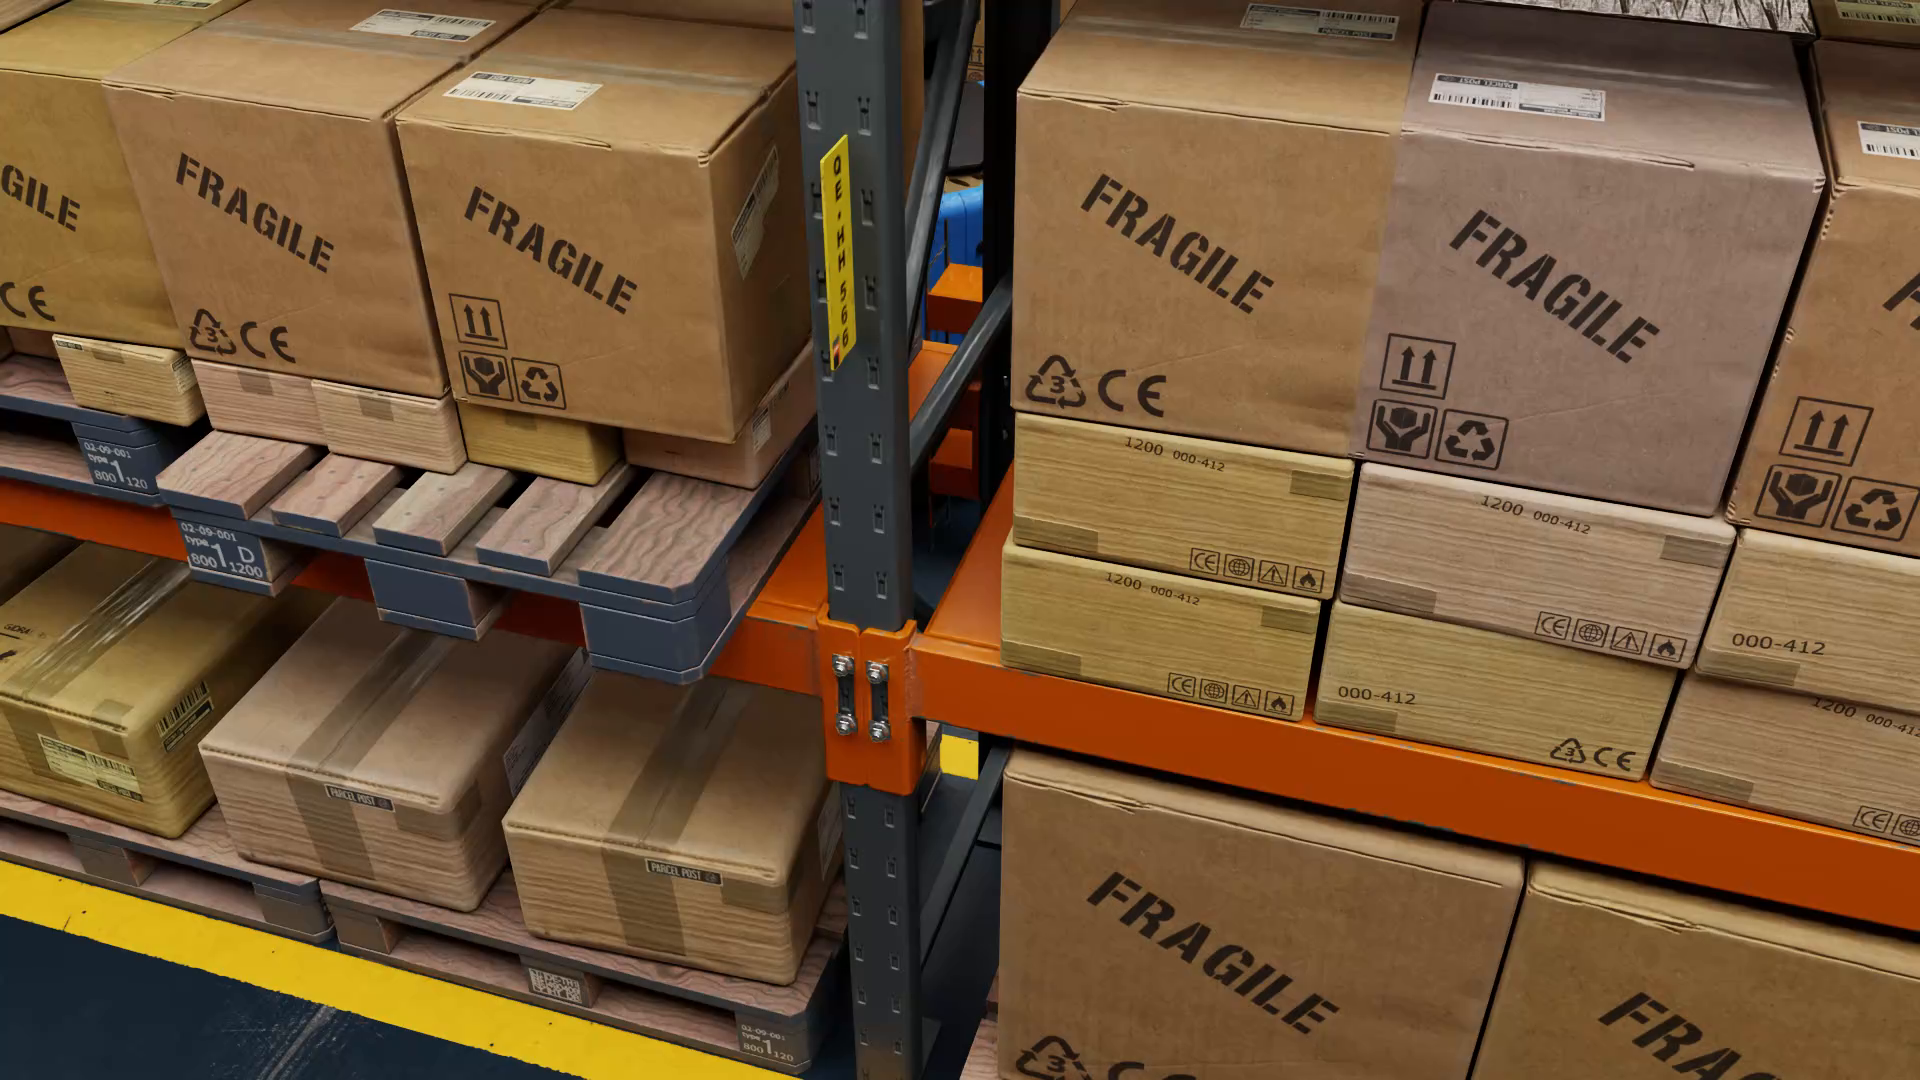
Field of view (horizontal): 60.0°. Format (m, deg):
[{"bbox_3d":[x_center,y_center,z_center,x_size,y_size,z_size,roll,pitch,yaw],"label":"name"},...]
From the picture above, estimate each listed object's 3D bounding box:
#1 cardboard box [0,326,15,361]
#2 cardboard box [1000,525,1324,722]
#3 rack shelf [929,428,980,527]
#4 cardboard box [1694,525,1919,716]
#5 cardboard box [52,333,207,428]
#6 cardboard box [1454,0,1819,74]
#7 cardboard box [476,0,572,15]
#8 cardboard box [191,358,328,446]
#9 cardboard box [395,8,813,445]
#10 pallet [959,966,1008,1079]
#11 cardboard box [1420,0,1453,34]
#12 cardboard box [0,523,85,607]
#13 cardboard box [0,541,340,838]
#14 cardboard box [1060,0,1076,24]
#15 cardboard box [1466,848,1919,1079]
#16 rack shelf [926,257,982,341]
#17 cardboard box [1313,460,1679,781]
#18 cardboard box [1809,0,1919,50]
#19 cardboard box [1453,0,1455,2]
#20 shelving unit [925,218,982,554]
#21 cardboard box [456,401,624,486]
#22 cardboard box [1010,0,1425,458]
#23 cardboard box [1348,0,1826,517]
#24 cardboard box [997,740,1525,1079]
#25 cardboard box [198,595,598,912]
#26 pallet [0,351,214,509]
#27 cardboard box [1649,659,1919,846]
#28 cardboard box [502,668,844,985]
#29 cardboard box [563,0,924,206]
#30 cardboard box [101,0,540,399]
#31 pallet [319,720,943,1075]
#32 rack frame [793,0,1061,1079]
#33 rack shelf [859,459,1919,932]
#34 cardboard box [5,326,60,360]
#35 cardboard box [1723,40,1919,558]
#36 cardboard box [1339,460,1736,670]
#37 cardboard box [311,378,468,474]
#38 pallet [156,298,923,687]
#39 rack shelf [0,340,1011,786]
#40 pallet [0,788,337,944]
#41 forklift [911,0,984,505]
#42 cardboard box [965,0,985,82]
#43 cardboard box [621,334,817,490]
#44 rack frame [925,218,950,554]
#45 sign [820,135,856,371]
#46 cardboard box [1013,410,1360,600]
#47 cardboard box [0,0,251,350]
[{"bbox_3d":[-1.903,-0.500,3.256,0.250,0.149,0.380,9,37,12],"label":"cardboard box"},{"bbox_3d":[0.375,0.011,2.831,0.500,0.250,0.500,10,37,13],"label":"cardboard box"},{"bbox_3d":[0.051,-0.181,5.097,0.240,0.259,0.215,10,38,14],"label":"rack shelf"},{"bbox_3d":[1.358,-0.002,2.428,0.500,0.250,0.500,10,38,14],"label":"cardboard box"},{"bbox_3d":[-1.436,-0.386,3.102,0.250,0.149,0.380,11,38,15],"label":"cardboard box"},{"bbox_3d":[1.046,-0.691,2.731,0.500,0.500,0.500,11,38,15],"label":"cardboard box"},{"bbox_3d":[-0.877,-0.906,3.260,0.500,0.500,0.500,12,38,16],"label":"cardboard box"},{"bbox_3d":[-1.169,-0.345,3.046,0.250,0.149,0.380,9,37,12],"label":"cardboard box"},{"bbox_3d":[-0.534,-0.530,2.750,0.500,0.500,0.500,9,37,13],"label":"cardboard box"},{"bbox_3d":[0.713,1.027,3.676,1.213,0.211,1.003,10,38,14],"label":"pallet"},{"bbox_3d":[0.554,-0.777,2.848,0.500,0.500,0.500,10,37,13],"label":"cardboard box"},{"bbox_3d":[-2.647,0.121,4.418,0.625,0.372,0.950,13,38,17],"label":"cardboard box"},{"bbox_3d":[-1.982,0.243,4.252,0.625,0.372,0.950,12,38,15],"label":"cardboard box"},{"bbox_3d":[0.808,-2.518,7.684,0.750,0.750,1.050,10,38,13],"label":"cardboard box"},{"bbox_3d":[1.467,0.738,3.155,0.875,0.875,0.875,11,38,14],"label":"cardboard box"},{"bbox_3d":[0.051,-0.633,4.764,0.240,0.259,0.215,10,38,14],"label":"rack shelf"},{"bbox_3d":[0.870,0.092,2.721,0.500,0.250,0.500,9,37,13],"label":"cardboard box"},{"bbox_3d":[1.519,-0.600,2.607,0.500,0.500,0.500,11,38,14],"label":"cardboard box"},{"bbox_3d":[1.948,-2.302,6.969,0.500,0.250,0.500,9,37,12],"label":"cardboard box"},{"bbox_3d":[0.051,-0.413,4.926,0.252,1.050,0.215,10,38,14],"label":"shelving unit"},{"bbox_3d":[-0.678,-0.277,2.954,0.250,0.149,0.380,11,38,15],"label":"cardboard box"},{"bbox_3d":[0.381,-0.495,2.465,0.500,0.500,0.500,9,37,12],"label":"cardboard box"},{"bbox_3d":[0.857,-0.413,2.353,0.500,0.500,0.500,11,38,14],"label":"cardboard box"},{"bbox_3d":[0.617,0.578,3.373,0.875,0.875,0.875,10,38,13],"label":"cardboard box"},{"bbox_3d":[-1.260,0.380,4.066,0.625,0.372,0.950,10,37,13],"label":"cardboard box"},{"bbox_3d":[-1.919,-0.527,3.598,1.213,0.211,1.003,10,38,14],"label":"pallet"},{"bbox_3d":[1.369,0.188,2.590,0.500,0.250,0.500,12,38,15],"label":"cardboard box"},{"bbox_3d":[-0.554,0.506,3.895,0.625,0.372,0.950,8,37,11],"label":"cardboard box"},{"bbox_3d":[-0.378,-0.818,3.141,0.500,0.500,0.500,9,37,13],"label":"cardboard box"},{"bbox_3d":[-1.031,-0.615,2.866,0.500,0.500,0.500,10,38,13],"label":"cardboard box"},{"bbox_3d":[-0.763,0.706,4.112,1.213,0.211,1.003,10,38,14],"label":"pallet"},{"bbox_3d":[-0.017,-0.278,3.097,0.127,3.000,1.000,10,38,14],"label":"rack frame"},{"bbox_3d":[1.892,0.365,2.830,4.000,0.370,1.077,10,38,14],"label":"rack shelf"},{"bbox_3d":[-1.639,-0.502,3.259,0.250,0.149,0.380,11,38,14],"label":"cardboard box"},{"bbox_3d":[1.346,-0.313,2.217,0.500,0.500,0.500,12,38,15],"label":"cardboard box"},{"bbox_3d":[0.886,-0.098,2.557,0.500,0.250,0.500,11,38,15],"label":"cardboard box"},{"bbox_3d":[-0.932,-0.296,2.980,0.250,0.149,0.380,10,38,14],"label":"cardboard box"},{"bbox_3d":[-0.729,-0.266,3.243,1.003,0.211,1.213,10,38,14],"label":"pallet"},{"bbox_3d":[-1.926,-0.342,3.791,4.000,0.370,1.077,10,38,14],"label":"rack shelf"},{"bbox_3d":[-1.923,0.489,4.407,1.213,0.211,1.003,10,38,14],"label":"pallet"},{"bbox_3d":[-0.675,-2.085,5.611,1.130,2.935,3.031,-17,40,-22],"label":"forklift"},{"bbox_3d":[-0.028,-2.671,7.892,0.750,0.750,1.050,11,38,15],"label":"cardboard box"},{"bbox_3d":[-0.400,-0.271,2.945,0.250,0.149,0.380,12,38,16],"label":"cardboard box"},{"bbox_3d":[-0.065,-0.435,4.955,0.008,1.050,0.200,10,38,14],"label":"rack frame"},{"bbox_3d":[-0.170,-0.404,2.358,0.005,0.325,0.100,10,38,14],"label":"sign"},{"bbox_3d":[0.393,-0.190,2.682,0.500,0.250,0.500,10,38,14],"label":"cardboard box"},{"bbox_3d":[-1.513,-0.704,2.986,0.500,0.500,0.500,8,37,11],"label":"cardboard box"}]
